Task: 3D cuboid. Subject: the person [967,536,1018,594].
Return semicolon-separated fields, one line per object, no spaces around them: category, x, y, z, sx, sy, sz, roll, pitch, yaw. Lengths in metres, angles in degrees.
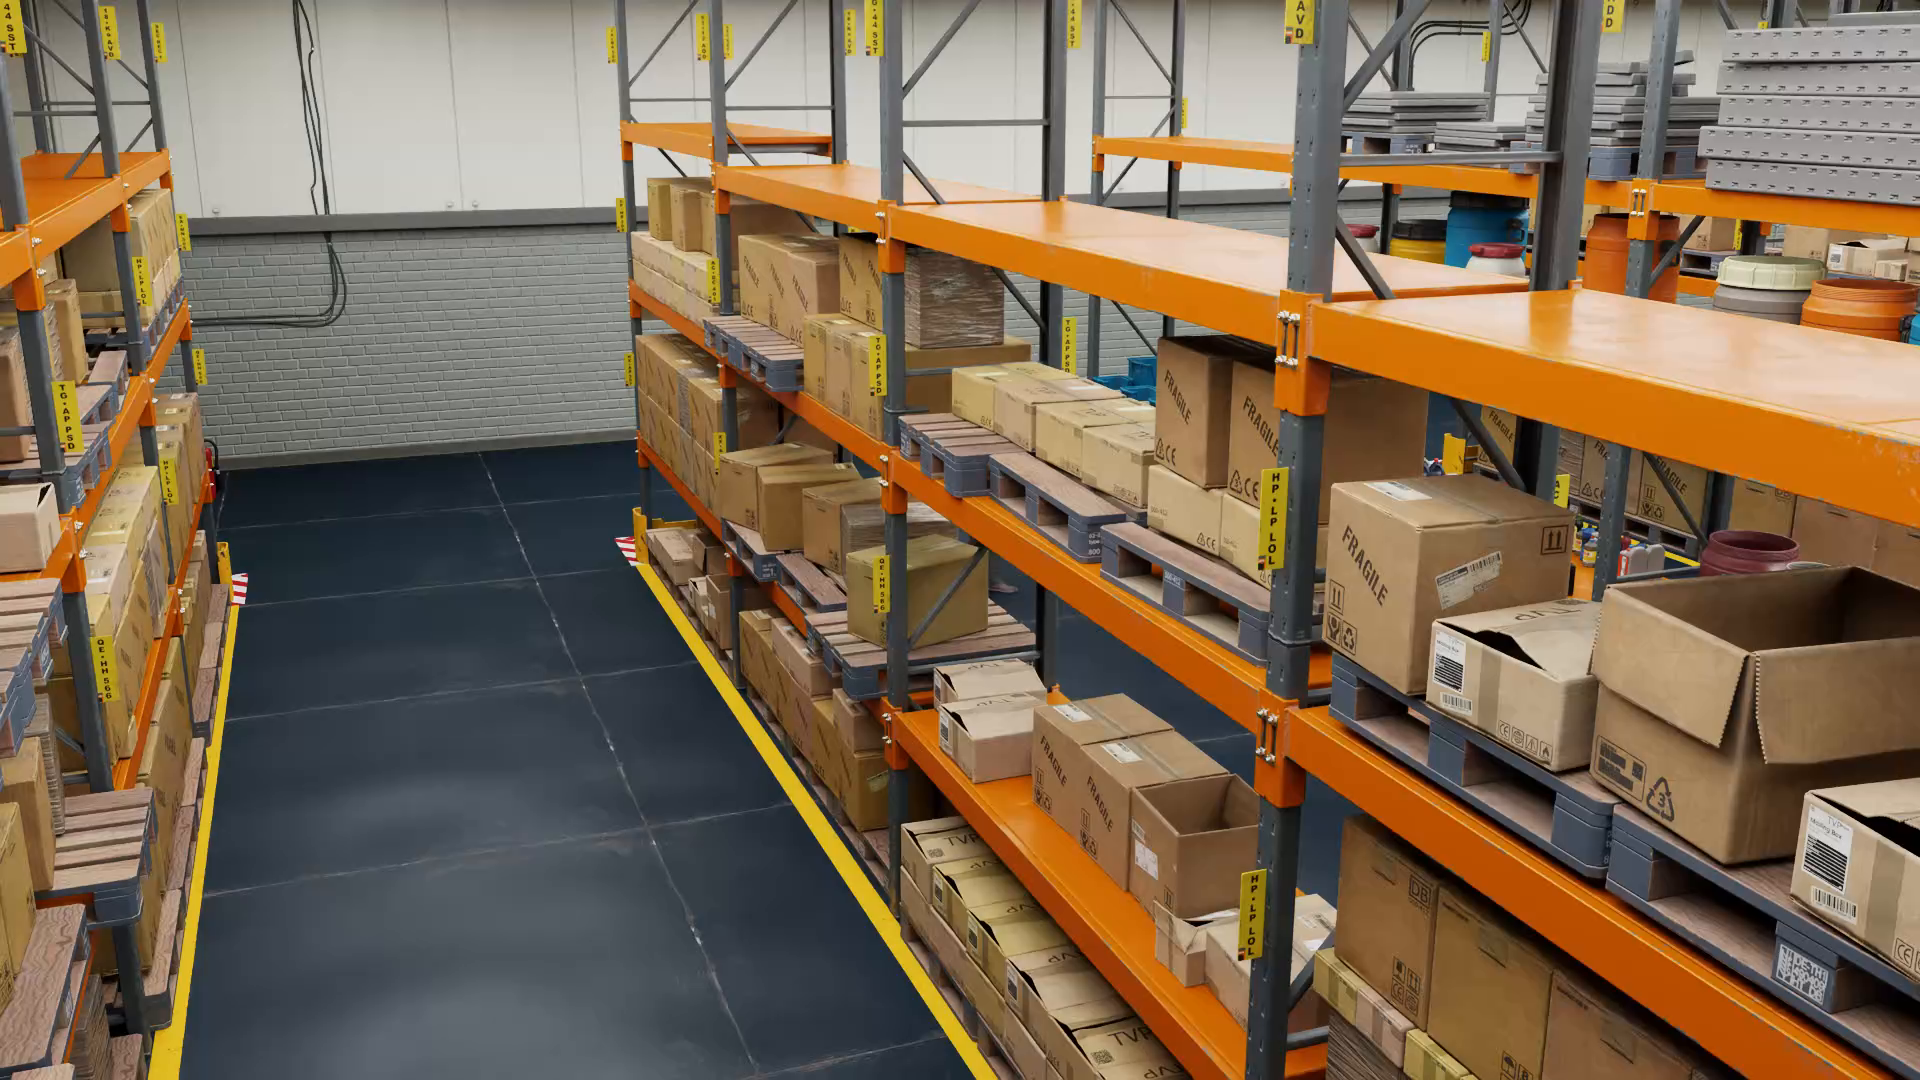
person;0.285;-0.343;15.742;0.547;1.656;0.518;0;16;1
